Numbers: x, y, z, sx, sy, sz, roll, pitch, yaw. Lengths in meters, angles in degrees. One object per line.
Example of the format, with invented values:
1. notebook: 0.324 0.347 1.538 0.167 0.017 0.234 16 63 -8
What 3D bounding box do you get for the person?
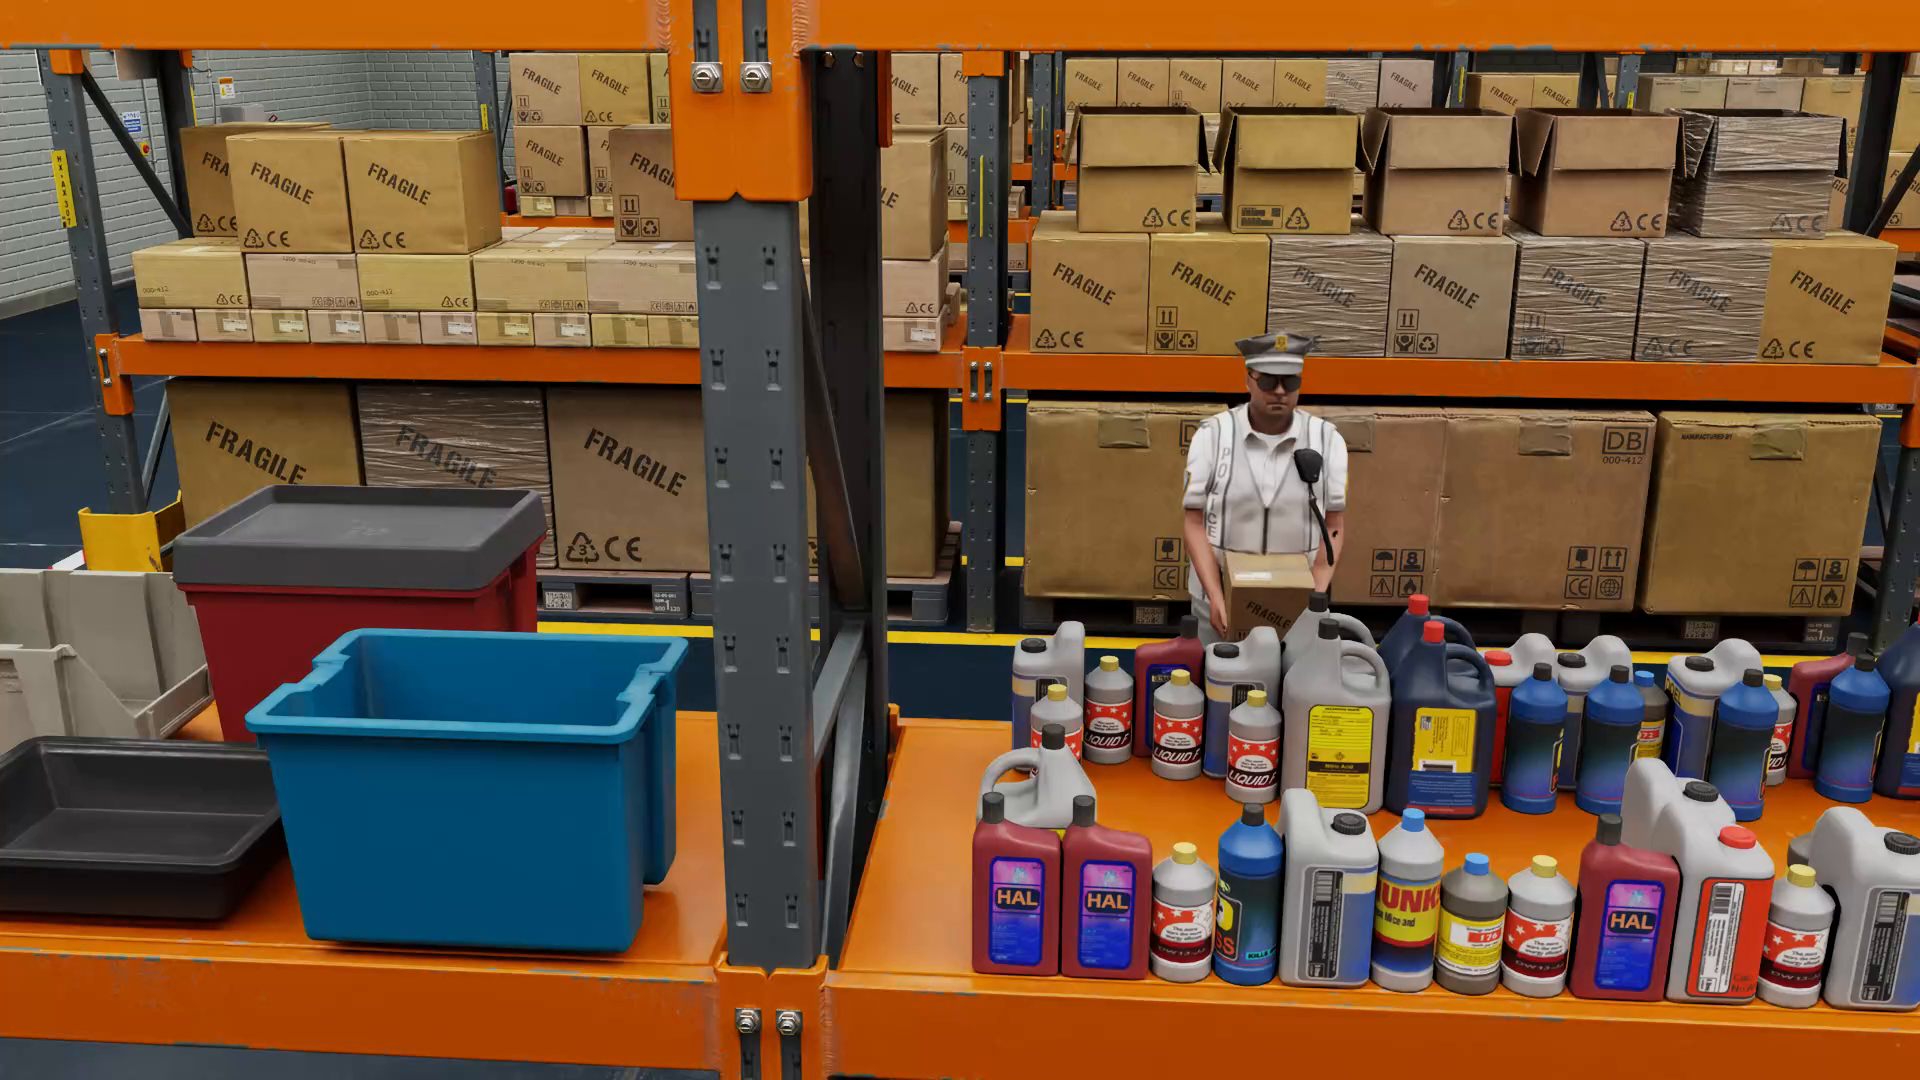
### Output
1. person: 0.961 0.215 5.304 0.524 1.774 0.536 1 17 4
